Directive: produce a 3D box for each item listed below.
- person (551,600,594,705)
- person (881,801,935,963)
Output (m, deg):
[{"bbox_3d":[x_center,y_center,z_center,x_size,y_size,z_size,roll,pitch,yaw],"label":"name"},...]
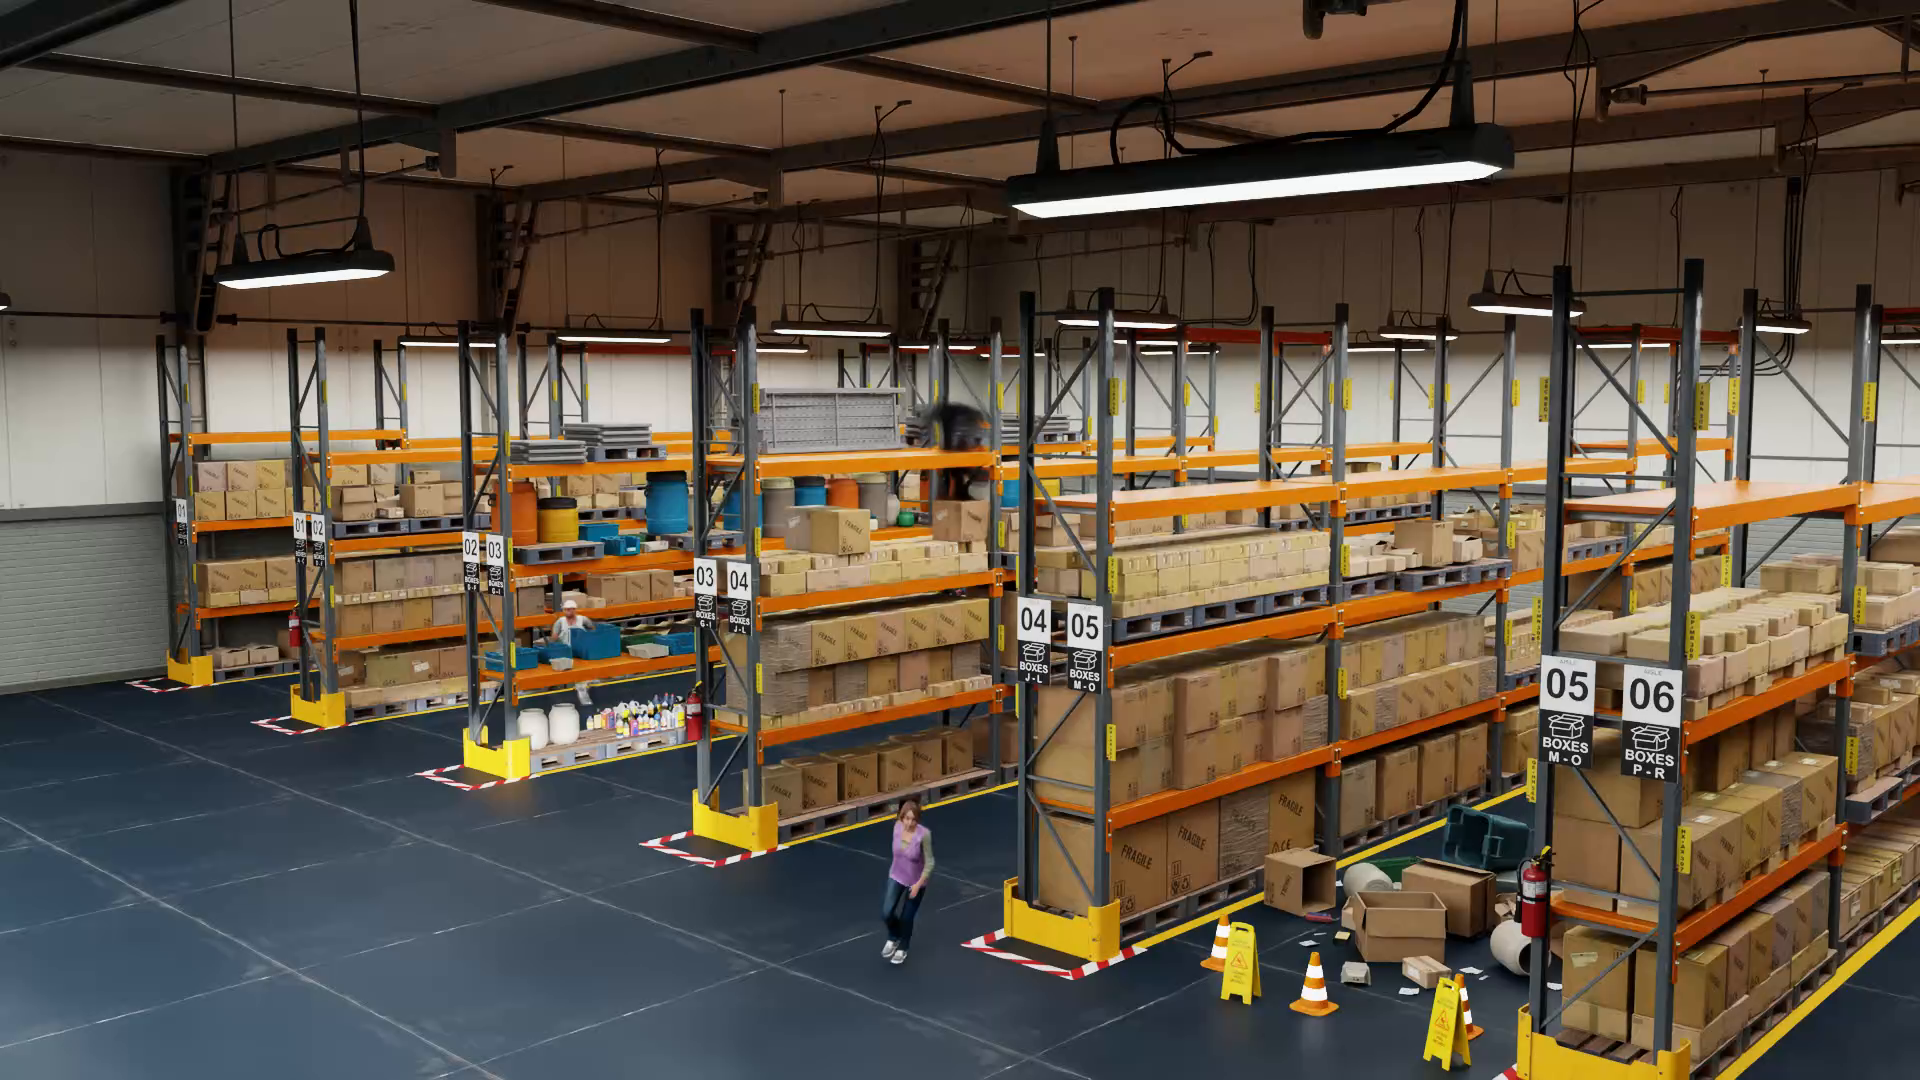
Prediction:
[{"bbox_3d":[-6.191,1.814,26.569,0.621,1.742,0.873,0,5,-2],"label":"person"},{"bbox_3d":[-0.456,3.028,14.634,0.516,1.531,0.689,1,5,12],"label":"person"}]
